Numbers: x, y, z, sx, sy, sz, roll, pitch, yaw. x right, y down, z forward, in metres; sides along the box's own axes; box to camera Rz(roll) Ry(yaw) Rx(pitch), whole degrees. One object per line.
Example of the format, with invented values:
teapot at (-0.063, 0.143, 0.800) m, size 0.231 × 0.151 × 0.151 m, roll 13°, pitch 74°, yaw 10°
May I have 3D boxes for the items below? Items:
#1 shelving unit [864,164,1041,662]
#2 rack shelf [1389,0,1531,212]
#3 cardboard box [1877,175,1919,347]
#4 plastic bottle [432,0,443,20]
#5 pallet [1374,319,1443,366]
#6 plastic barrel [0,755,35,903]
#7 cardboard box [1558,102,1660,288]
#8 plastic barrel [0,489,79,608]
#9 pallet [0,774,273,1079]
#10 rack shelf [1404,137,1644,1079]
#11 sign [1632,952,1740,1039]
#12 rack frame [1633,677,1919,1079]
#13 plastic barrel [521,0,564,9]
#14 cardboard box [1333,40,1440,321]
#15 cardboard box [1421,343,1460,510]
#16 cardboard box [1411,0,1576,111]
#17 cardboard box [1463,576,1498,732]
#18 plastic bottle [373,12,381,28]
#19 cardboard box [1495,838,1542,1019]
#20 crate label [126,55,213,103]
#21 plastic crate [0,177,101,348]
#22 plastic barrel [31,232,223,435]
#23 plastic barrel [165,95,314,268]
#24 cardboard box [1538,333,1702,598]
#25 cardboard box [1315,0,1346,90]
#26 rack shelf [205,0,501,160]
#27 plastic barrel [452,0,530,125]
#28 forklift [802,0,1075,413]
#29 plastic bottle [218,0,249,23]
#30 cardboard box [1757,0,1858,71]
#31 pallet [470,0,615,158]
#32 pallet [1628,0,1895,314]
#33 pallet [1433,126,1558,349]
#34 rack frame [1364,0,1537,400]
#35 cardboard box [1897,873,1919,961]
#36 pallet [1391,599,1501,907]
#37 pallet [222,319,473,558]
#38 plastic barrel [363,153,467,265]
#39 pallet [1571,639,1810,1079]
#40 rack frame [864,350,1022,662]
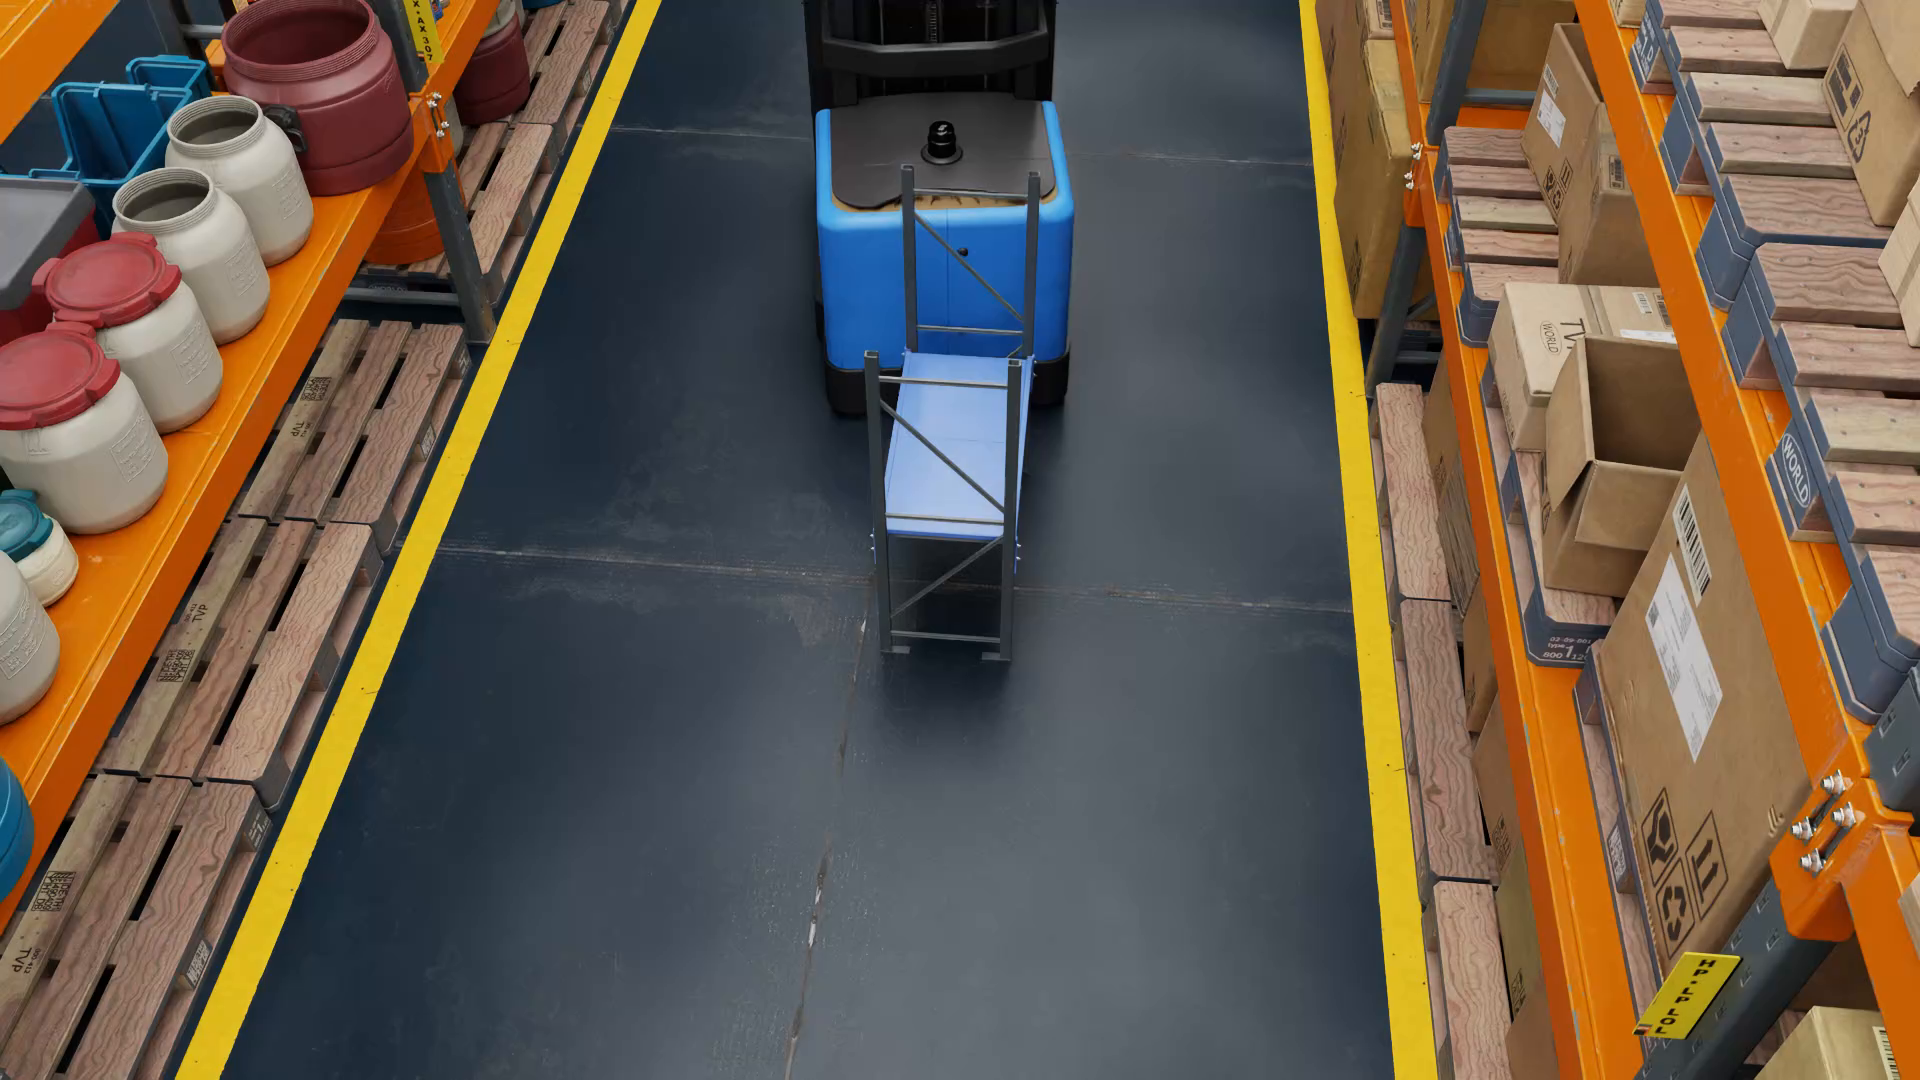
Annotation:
shelving unit at (-0.008, -0.443, 6.165) m, size 0.538 × 1.500 × 1.048 m, roll 4°, pitch 48°, yaw 4°
rack shelf at (2.477, -2.871, 7.857) m, size 1.077 × 0.370 × 4.000 m, roll 4°, pitch 48°, yaw 4°
cardboard box at (1.917, -0.511, 2.984) m, size 0.396 × 0.266 × 0.258 m, roll 5°, pitch 48°, yaw 5°
plastic bottle at (-2.238, -2.314, 6.946) m, size 0.097 × 0.271 × 0.097 m, roll 0°, pitch 48°, yaw 0°
pallet at (2.442, -1.277, 7.801) m, size 1.003 × 0.211 × 1.213 m, roll 4°, pitch 48°, yaw 4°
plastic barrel at (-2.665, 0.529, 3.919) m, size 0.600 × 0.901 × 0.708 m, roll 4°, pitch 48°, yaw 4°
cardboard box at (2.335, -1.003, 5.308) m, size 0.700 × 0.500 × 0.500 m, roll 10°, pitch 48°, yaw 9°
plastic barrel at (-2.728, 0.046, 4.794) m, size 0.301 × 0.262 × 0.301 m, roll 0°, pitch 48°, yaw 0°
pallet at (-2.969, 1.323, 5.422) m, size 1.003 × 0.211 × 1.213 m, roll 4°, pitch 48°, yaw 4°
rack shelf at (2.113, 0.068, 5.168) m, size 1.077 × 0.370 × 4.000 m, roll 4°, pitch 48°, yaw 4°
sign at (1.378, 0.870, 3.163) m, size 0.100 × 0.325 × 0.005 m, roll 4°, pitch 48°, yaw 4°
rack frame at (1.931, 1.295, 3.559) m, size 1.000 × 3.000 × 0.127 m, roll 4°, pitch 48°, yaw 4°
plastic barrel at (-2.404, -3.431, 9.019) m, size 0.600 × 0.901 × 0.708 m, roll 4°, pitch 48°, yaw 4°
cardboard box at (2.379, -1.575, 7.339) m, size 1.225 × 0.875 × 0.875 m, roll 2°, pitch 48°, yaw 2°
cardboard box at (2.254, -0.455, 6.556) m, size 0.700 × 0.500 × 0.500 m, roll 2°, pitch 48°, yaw 1°
cardboard box at (2.093, -2.057, 6.557) m, size 0.500 × 0.500 × 0.500 m, roll 5°, pitch 48°, yaw 5°
cardboard box at (2.171, 0.370, 5.800) m, size 0.700 × 0.500 × 0.500 m, roll 7°, pitch 48°, yaw 7°
plastic bottle at (-2.427, -2.242, 6.878) m, size 0.152 × 0.276 × 0.135 m, roll 4°, pitch 48°, yaw 4°
cardboard box at (2.070, 1.191, 5.049) m, size 0.700 × 0.500 × 0.500 m, roll 4°, pitch 48°, yaw 3°
crate label at (-3.049, -1.636, 6.353) m, size 0.303 × 0.233 × 0.416 m, roll 4°, pitch 48°, yaw 4°
plastic crate at (-3.089, -0.832, 5.461) m, size 0.402 × 0.464 × 0.583 m, roll 4°, pitch 48°, yaw 4°
plastic barrel at (-2.590, -0.629, 5.227) m, size 0.433 × 0.535 × 0.433 m, roll 0°, pitch 48°, yaw 0°
plastic barrel at (-2.518, -1.245, 5.806) m, size 0.421 × 0.512 × 0.421 m, roll 0°, pitch 48°, yaw 0°
cardboard box at (1.997, -0.162, 4.536) m, size 0.797 × 0.503 × 0.637 m, roll 8°, pitch 48°, yaw 8°
cardboard box at (2.541, -2.880, 8.532) m, size 1.225 × 0.875 × 0.875 m, roll 2°, pitch 48°, yaw 2°
rack shelf at (-2.455, -3.204, 8.161) m, size 1.077 × 0.370 × 4.000 m, roll 4°, pitch 48°, yaw 4°
plastic barrel at (-2.507, -2.496, 8.375) m, size 0.600 × 0.588 × 0.708 m, roll 4°, pitch 48°, yaw 4°
forklift at (-0.147, -2.623, 7.189) m, size 1.130 × 2.935 × 3.031 m, roll -3°, pitch 48°, yaw -3°
plastic bottle at (-3.025, -2.264, 6.893) m, size 0.061 × 0.283 × 0.133 m, roll 4°, pitch 48°, yaw 4°
cardboard box at (2.002, -1.165, 3.649) m, size 0.380 × 0.166 × 0.250 m, roll 3°, pitch 48°, yaw 2°
pallet at (-2.493, -2.512, 8.931) m, size 1.003 × 0.211 × 1.213 m, roll 4°, pitch 48°, yaw 4°
pallet at (2.184, -0.863, 3.627) m, size 1.213 × 0.211 × 1.003 m, roll 4°, pitch 48°, yaw 4°
pallet at (2.336, -1.049, 5.832) m, size 1.213 × 0.211 × 1.003 m, roll 4°, pitch 48°, yaw 4°
rack frame at (2.295, -1.644, 6.247) m, size 1.000 × 3.000 × 0.127 m, roll 4°, pitch 48°, yaw 4°
cardboard box at (1.635, 0.647, 2.220) m, size 0.500 × 0.250 × 0.500 m, roll 2°, pitch 48°, yaw 2°
pallet at (2.109, 0.765, 5.933) m, size 1.003 × 0.211 × 1.213 m, roll 4°, pitch 48°, yaw 4°
pallet at (-2.746, -0.470, 7.062) m, size 1.003 × 0.211 × 1.213 m, roll 4°, pitch 48°, yaw 4°
plastic barrel at (-2.610, -1.747, 7.527) m, size 0.600 × 0.830 × 0.708 m, roll 4°, pitch 48°, yaw 4°
pallet at (2.145, 0.808, 4.134) m, size 1.003 × 0.211 × 1.213 m, roll 4°, pitch 48°, yaw 4°
rack frame at (-0.054, -0.070, 5.824) m, size 0.500 × 1.500 × 0.032 m, roll 4°, pitch 48°, yaw 4°
